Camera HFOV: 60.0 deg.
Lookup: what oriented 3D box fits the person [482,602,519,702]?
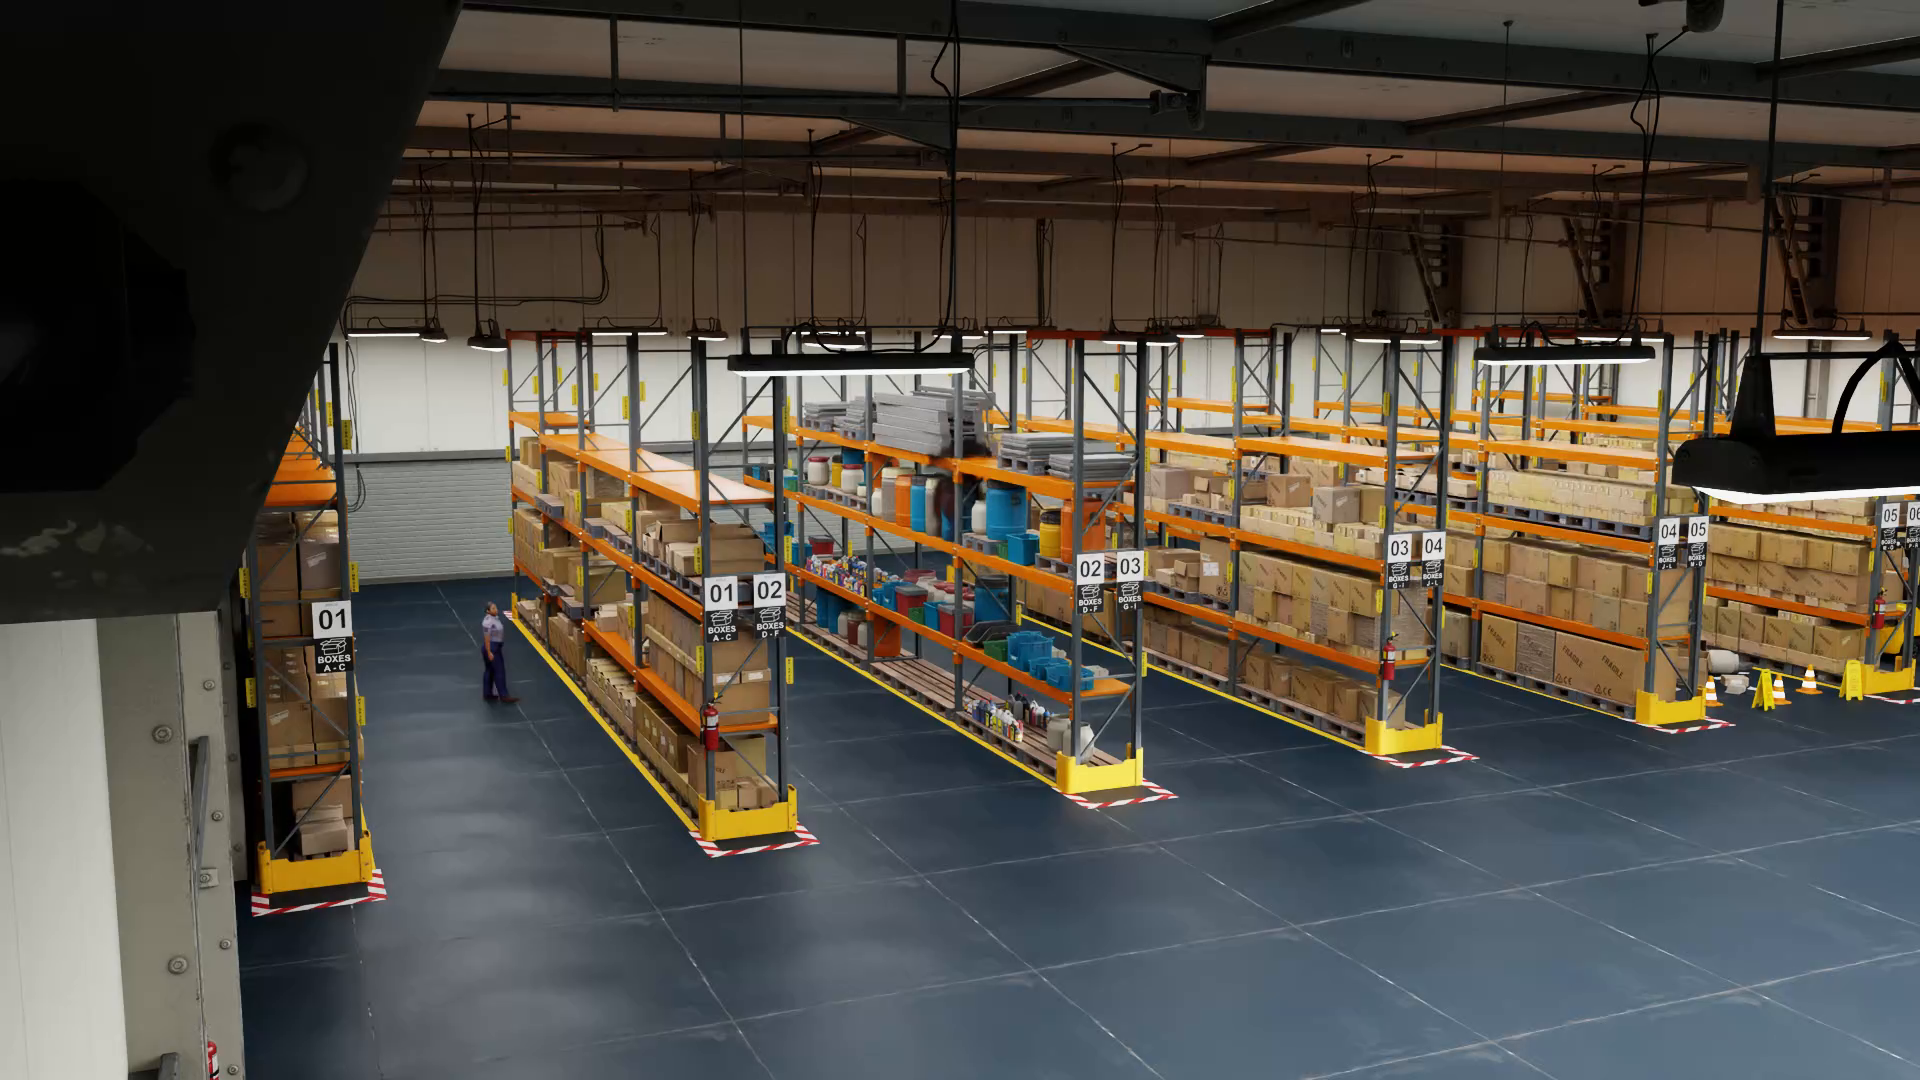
[{"bbox_3d":[-7.563,1.817,27.284,0.558,1.642,0.519,-2,8,-16],"label":"person"}]
